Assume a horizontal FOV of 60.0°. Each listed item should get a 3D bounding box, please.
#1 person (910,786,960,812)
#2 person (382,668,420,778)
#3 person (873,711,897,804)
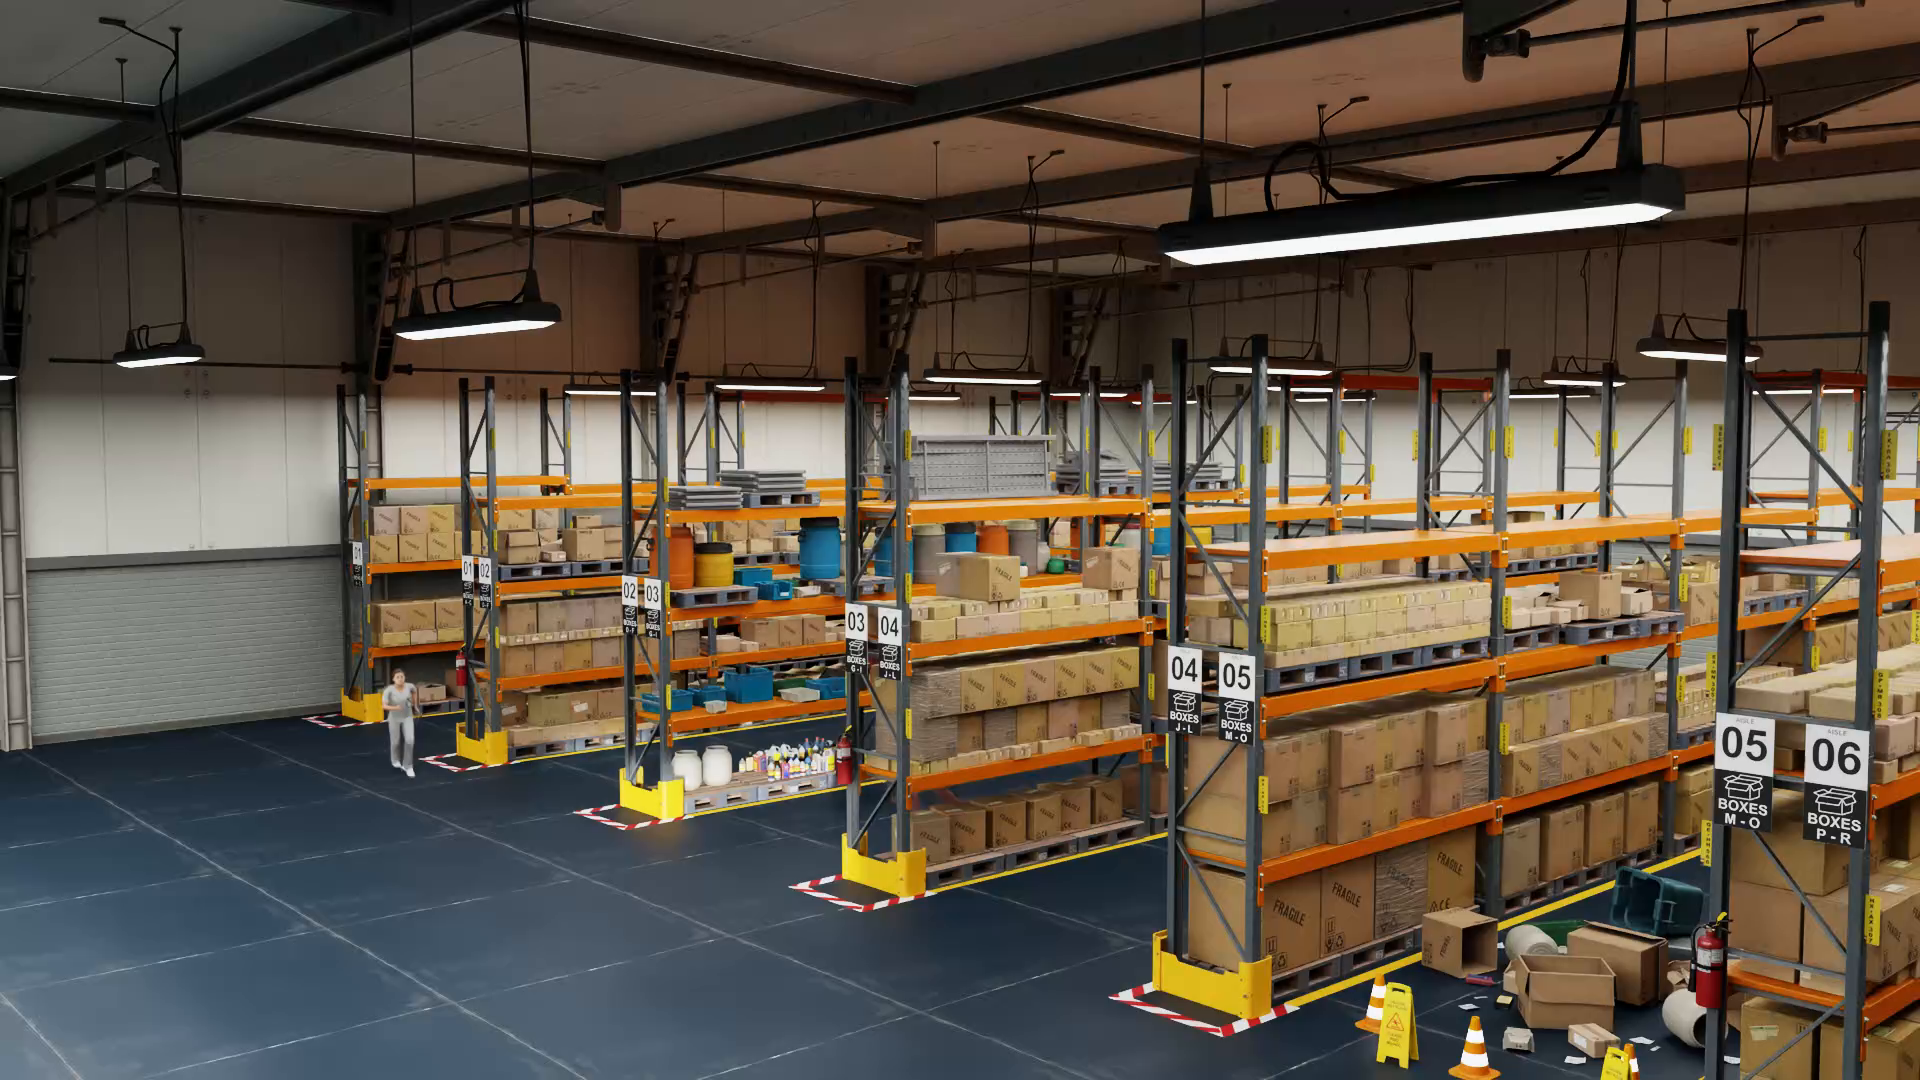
[{"bbox_3d":[-0.329,2.978,21.527,1.014,1.511,0.589,-2,4,-28],"label":"person"},{"bbox_3d":[-8.387,2.721,24.955,0.560,1.636,0.942,-2,4,-24],"label":"person"},{"bbox_3d":[-0.918,2.868,23.160,0.593,1.602,0.736,0,4,-2],"label":"person"}]
